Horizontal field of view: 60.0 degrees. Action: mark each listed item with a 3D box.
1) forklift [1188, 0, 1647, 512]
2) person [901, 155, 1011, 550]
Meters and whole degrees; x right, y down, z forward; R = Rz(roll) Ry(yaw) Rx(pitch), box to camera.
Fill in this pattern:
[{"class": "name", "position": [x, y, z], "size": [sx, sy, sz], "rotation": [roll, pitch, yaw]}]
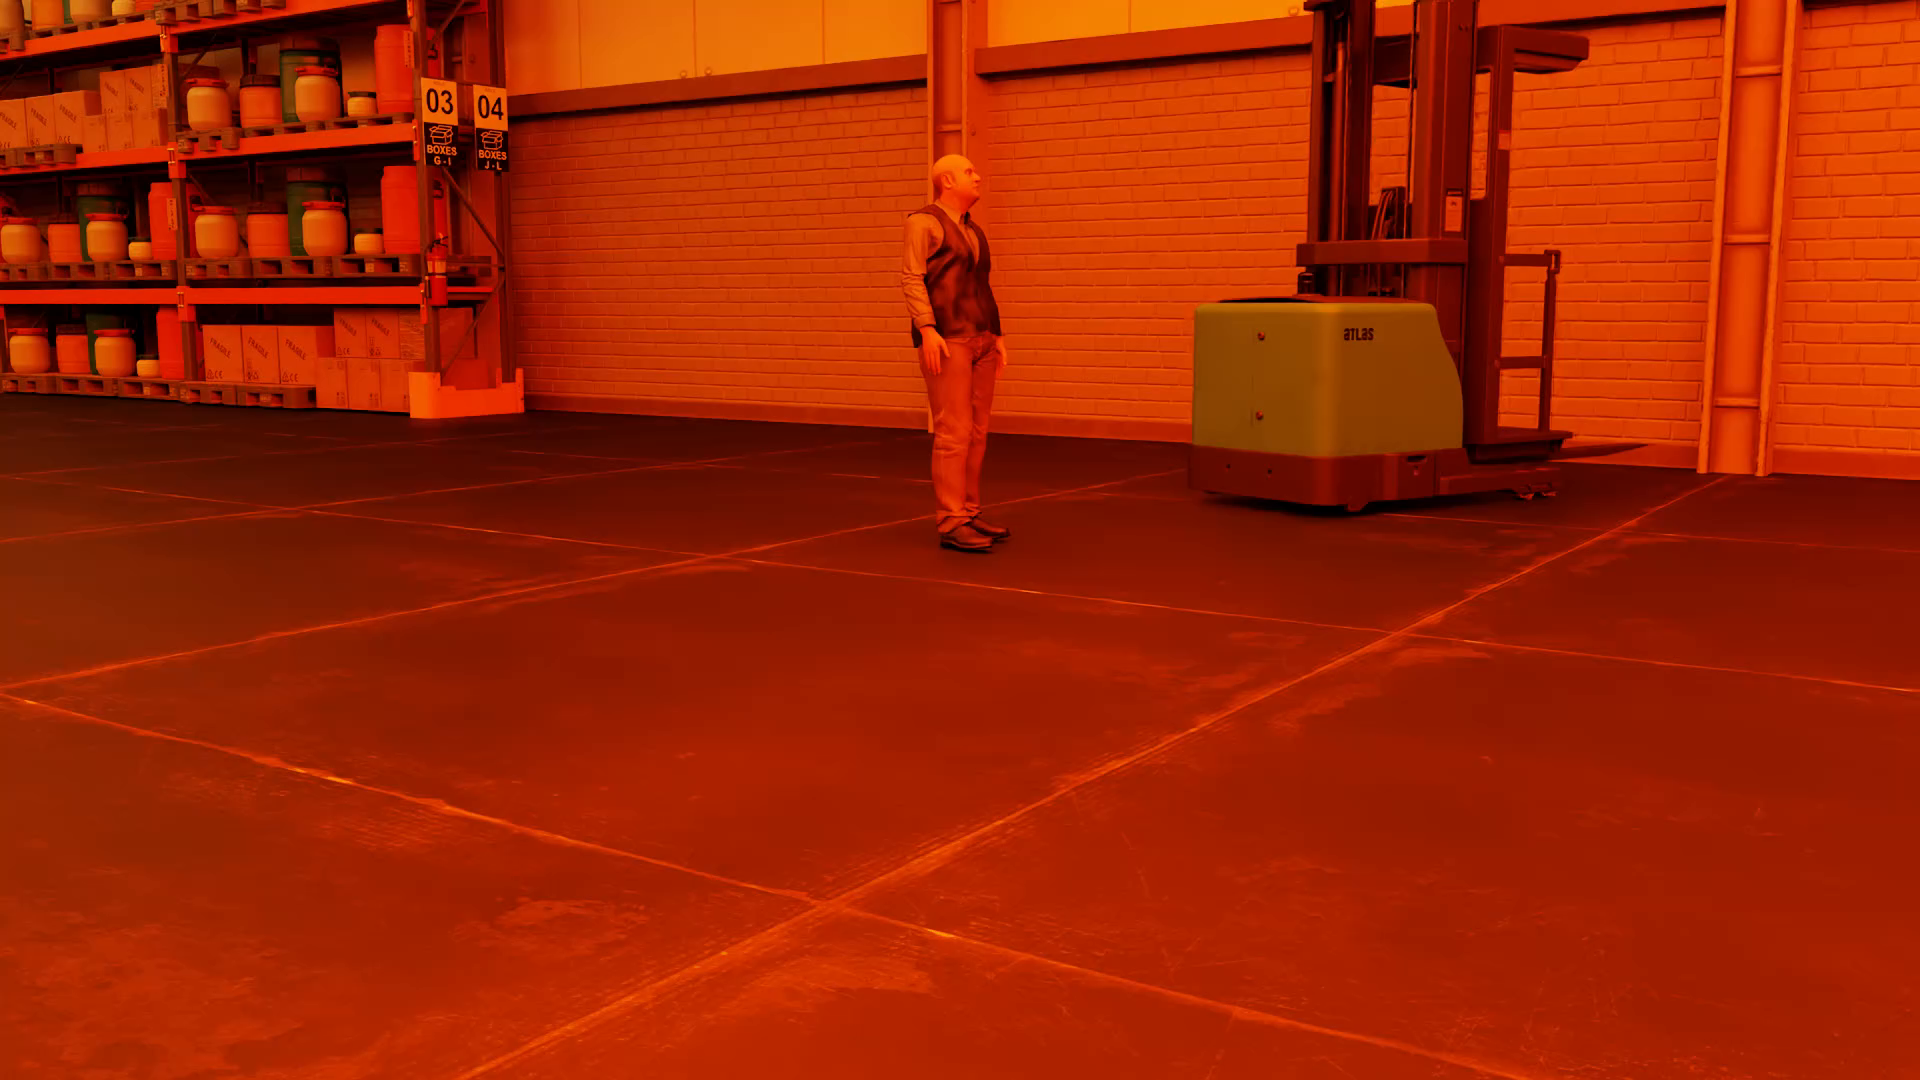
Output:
[{"class": "forklift", "position": [2.746, -1.727, 9.340], "size": [3.031, 2.935, 1.130], "rotation": [-6, 10, -35]}, {"class": "person", "position": [0.047, -0.853, 7.440], "size": [0.568, 1.720, 0.632], "rotation": [5, 10, 34]}]
